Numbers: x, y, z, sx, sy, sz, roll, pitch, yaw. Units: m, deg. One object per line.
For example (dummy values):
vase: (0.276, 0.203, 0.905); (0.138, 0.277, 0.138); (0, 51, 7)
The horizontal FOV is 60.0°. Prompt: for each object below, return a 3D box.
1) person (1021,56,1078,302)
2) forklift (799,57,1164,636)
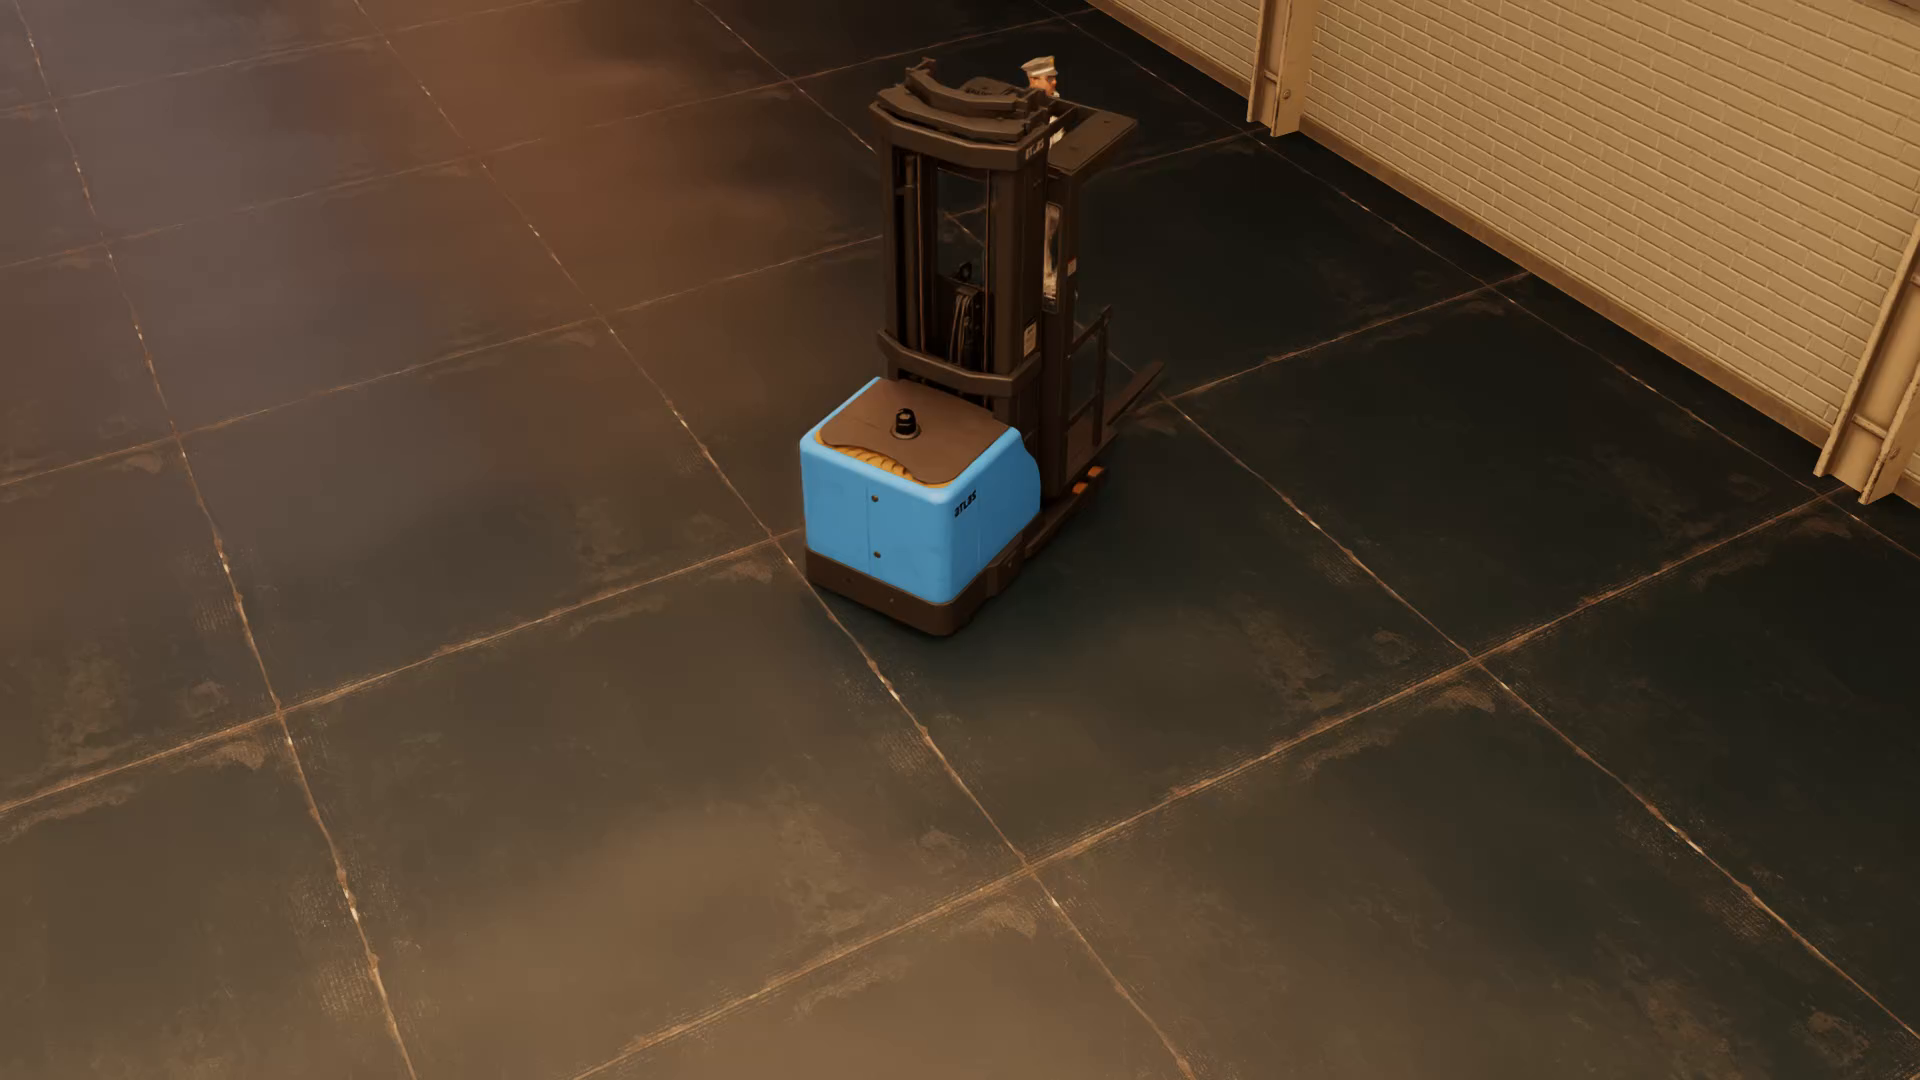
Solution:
person: (0.675, -2.626, 12.107); (0.657, 1.778, 0.627); (31, 49, 32)
forklift: (0.302, -1.486, 9.828); (1.130, 2.935, 3.031); (23, 45, 25)
